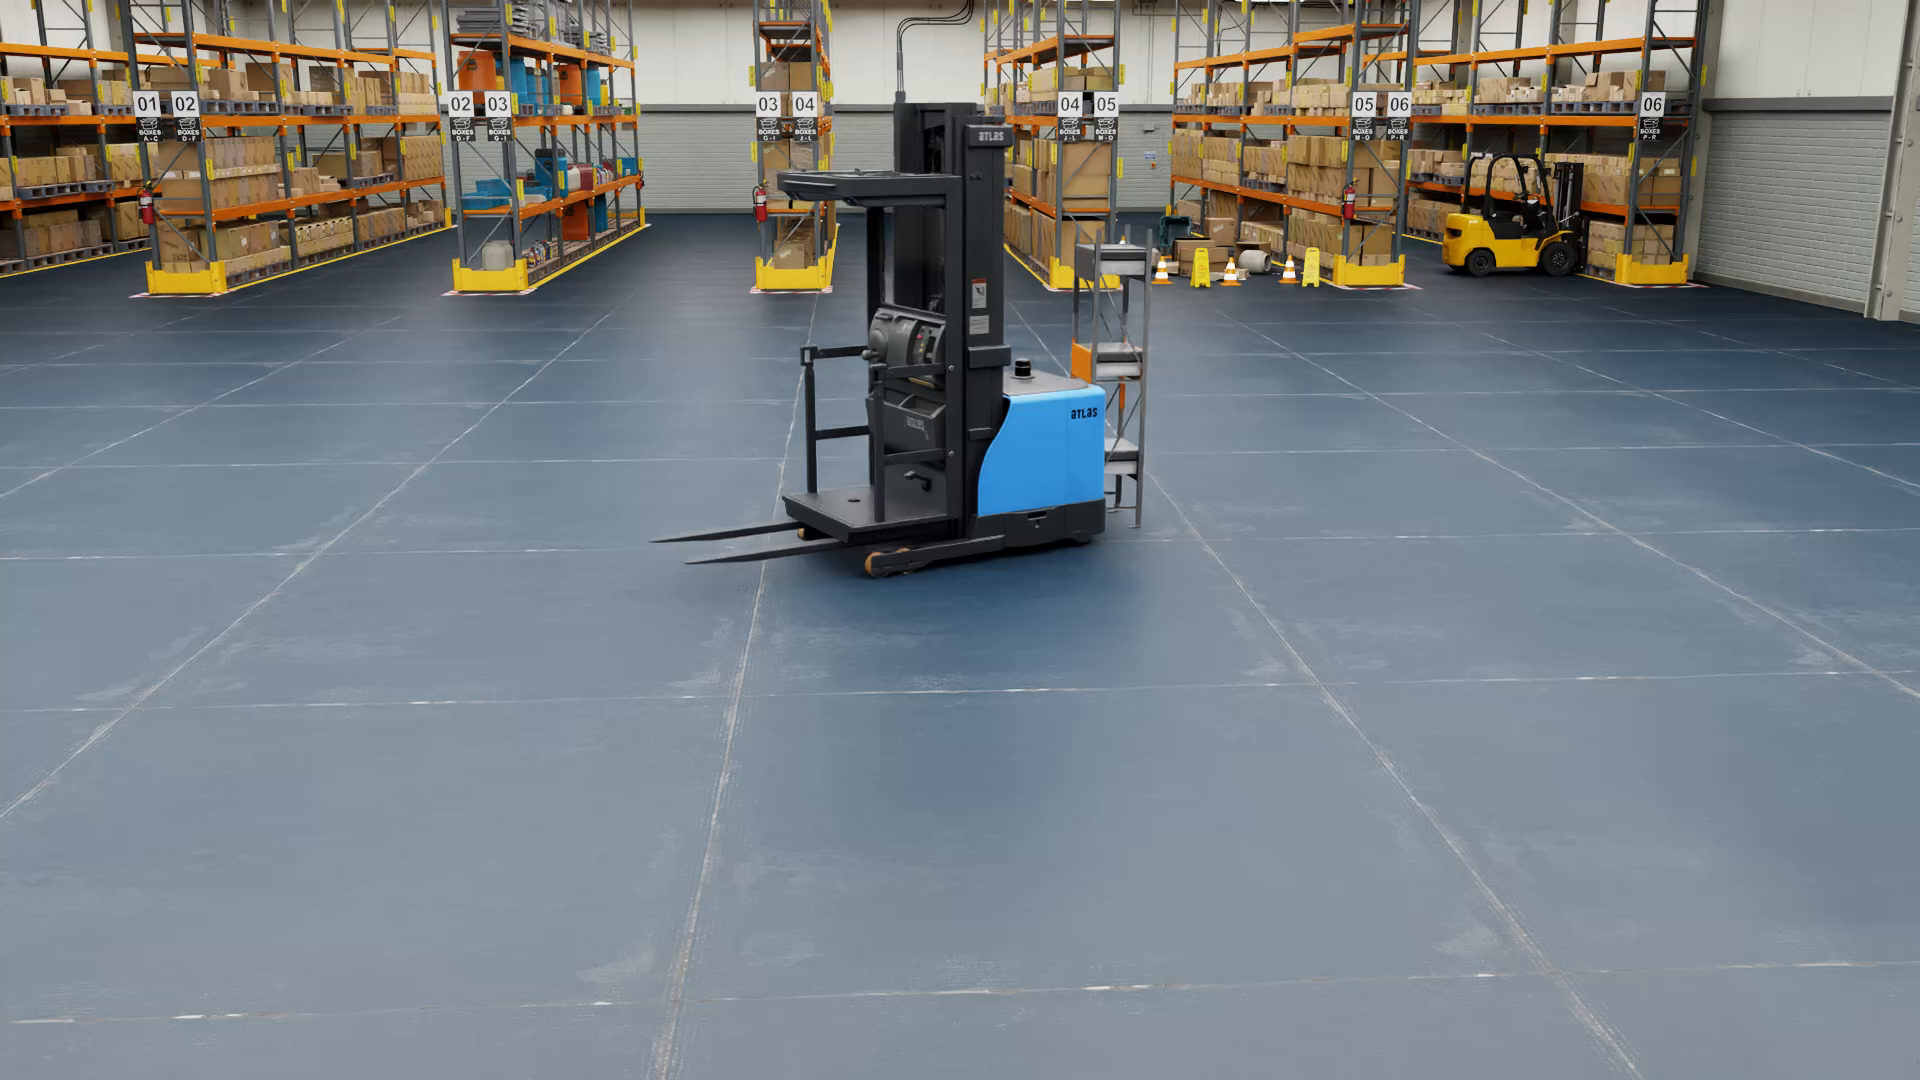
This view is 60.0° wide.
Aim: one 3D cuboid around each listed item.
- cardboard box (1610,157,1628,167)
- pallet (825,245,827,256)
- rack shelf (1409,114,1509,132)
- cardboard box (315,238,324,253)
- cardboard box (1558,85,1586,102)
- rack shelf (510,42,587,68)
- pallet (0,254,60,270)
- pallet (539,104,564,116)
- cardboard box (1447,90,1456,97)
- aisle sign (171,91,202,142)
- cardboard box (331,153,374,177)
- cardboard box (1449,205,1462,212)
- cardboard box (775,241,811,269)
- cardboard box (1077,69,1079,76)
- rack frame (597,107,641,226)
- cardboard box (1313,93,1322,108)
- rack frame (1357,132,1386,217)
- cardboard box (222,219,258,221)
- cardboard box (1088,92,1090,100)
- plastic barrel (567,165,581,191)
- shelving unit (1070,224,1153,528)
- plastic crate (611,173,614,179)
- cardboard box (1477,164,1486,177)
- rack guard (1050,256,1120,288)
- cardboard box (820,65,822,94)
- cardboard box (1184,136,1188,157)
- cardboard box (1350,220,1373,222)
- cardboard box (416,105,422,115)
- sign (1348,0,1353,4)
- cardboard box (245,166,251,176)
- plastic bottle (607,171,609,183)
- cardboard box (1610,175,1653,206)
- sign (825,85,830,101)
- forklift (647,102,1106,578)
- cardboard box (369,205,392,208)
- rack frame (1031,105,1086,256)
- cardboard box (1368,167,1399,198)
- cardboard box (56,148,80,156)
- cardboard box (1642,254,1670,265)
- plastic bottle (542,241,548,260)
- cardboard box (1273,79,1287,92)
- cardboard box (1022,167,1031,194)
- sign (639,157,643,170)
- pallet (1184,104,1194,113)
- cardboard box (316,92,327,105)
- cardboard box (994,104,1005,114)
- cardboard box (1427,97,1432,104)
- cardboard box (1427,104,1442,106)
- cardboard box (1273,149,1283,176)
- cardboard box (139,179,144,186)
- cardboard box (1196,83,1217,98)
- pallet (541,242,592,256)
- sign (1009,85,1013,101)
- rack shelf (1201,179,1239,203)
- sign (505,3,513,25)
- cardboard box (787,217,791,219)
[{"bbox_3d":[11.680,-6.651,29.256,0.380,0.149,0.250,-1,14,-2],"label":"cardboard box"},{"bbox_3d":[-3.219,-5.844,33.817,1.003,0.211,1.213,-1,14,-3],"label":"pallet"},{"bbox_3d":[11.382,-9.524,37.946,1.077,0.370,4.000,-1,14,-3],"label":"rack shelf"},{"bbox_3d":[-12.821,-5.777,32.634,0.500,0.250,0.500,-1,14,-5],"label":"cardboard box"},{"bbox_3d":[11.562,-8.378,31.185,0.500,0.311,0.500,-1,14,-2],"label":"cardboard box"},{"bbox_3d":[-8.158,-9.481,32.563,1.077,0.370,4.000,-1,14,-3],"label":"rack shelf"},{"bbox_3d":[-17.972,-5.311,31.743,1.003,0.211,1.213,-1,14,-3],"label":"pallet"},{"bbox_3d":[-7.892,-7.804,30.196,1.213,0.211,1.003,-1,14,-3],"label":"pallet"},{"bbox_3d":[11.127,-9.980,37.181,0.380,0.149,0.250,-1,14,-5],"label":"cardboard box"},{"bbox_3d":[-12.421,-6.798,26.709,0.394,0.787,0.004,-1,14,-3],"label":"aisle sign"},{"bbox_3d":[-13.244,-8.177,36.243,0.700,0.500,0.500,2,15,7],"label":"cardboard box"},{"bbox_3d":[11.175,-7.416,37.200,0.380,0.149,0.250,-2,15,-6],"label":"cardboard box"},{"bbox_3d":[-2.865,-4.850,28.532,0.500,0.500,0.500,2,15,7],"label":"cardboard box"},{"bbox_3d":[2.284,-8.317,29.674,0.380,0.149,0.250,-1,14,-4],"label":"cardboard box"},{"bbox_3d":[-8.778,-9.605,42.837,1.000,3.000,0.127,-1,14,-3],"label":"rack frame"},{"bbox_3d":[6.647,-7.882,29.825,0.500,0.250,0.500,-1,14,-3],"label":"cardboard box"},{"bbox_3d":[11.011,-9.912,44.030,1.000,3.000,0.127,-1,14,-3],"label":"rack frame"},{"bbox_3d":[-13.262,-5.660,30.674,0.500,0.500,0.500,-1,14,-3],"label":"cardboard box"},{"bbox_3d":[2.381,-7.552,28.300,0.380,0.149,0.250,-1,14,-3],"label":"cardboard box"},{"bbox_3d":[-8.005,-7.417,34.109,0.421,0.512,0.421,0,14,0],"label":"plastic barrel"},{"bbox_3d":[1.053,-1.158,11.801,0.431,2.100,0.503,-2,15,-12],"label":"shelving unit"},{"bbox_3d":[-8.416,-8.629,39.454,0.396,0.136,0.243,-1,14,-3],"label":"plastic crate"},{"bbox_3d":[11.320,-7.853,35.326,0.500,0.250,0.500,0,14,-2],"label":"cardboard box"},{"bbox_3d":[2.115,-4.537,28.157,1.175,0.500,0.348,-1,14,-3],"label":"rack guard"},{"bbox_3d":[-2.808,-8.476,30.630,0.500,0.500,0.500,-1,14,-5],"label":"cardboard box"},{"bbox_3d":[5.913,-9.863,41.632,0.500,0.500,0.500,-1,14,-3],"label":"cardboard box"},{"bbox_3d":[7.212,-5.556,30.270,0.500,0.500,0.500,-1,14,-2],"label":"cardboard box"},{"bbox_3d":[-13.348,-10.412,40.257,0.500,0.250,0.500,-1,14,-3],"label":"cardboard box"},{"bbox_3d":[7.343,-10.250,31.270,0.100,0.325,0.005,-1,14,-3],"label":"sign"},{"bbox_3d":[-12.651,-6.461,29.117,0.380,0.149,0.250,0,14,-2],"label":"cardboard box"},{"bbox_3d":[-8.160,-8.366,38.271,0.152,0.276,0.135,-1,14,-3],"label":"plastic bottle"},{"bbox_3d":[11.709,-6.099,29.012,0.500,0.500,0.500,-1,14,-5],"label":"cardboard box"},{"bbox_3d":[-2.797,-9.403,34.994,0.100,0.325,0.005,-1,14,-3],"label":"sign"},{"bbox_3d":[-0.531,-1.326,10.797,3.031,2.935,1.130,-8,17,-30],"label":"forklift"},{"bbox_3d":[-13.792,-7.674,39.467,0.500,0.500,0.500,-1,14,-3],"label":"cardboard box"},{"bbox_3d":[1.866,-6.748,31.735,1.000,3.000,0.127,-1,14,-3],"label":"rack frame"},{"bbox_3d":[7.295,-6.170,28.688,0.500,0.500,0.500,-1,14,-4],"label":"cardboard box"},{"bbox_3d":[-18.084,-7.873,33.720,0.380,0.149,0.250,-3,15,-13],"label":"cardboard box"},{"bbox_3d":[12.167,-4.930,29.341,0.500,0.250,0.500,-1,14,-3],"label":"cardboard box"},{"bbox_3d":[-7.695,-5.347,30.722,0.144,0.351,0.185,-2,15,-6],"label":"plastic bottle"},{"bbox_3d":[6.552,-9.071,33.197,0.500,0.250,0.500,-1,14,-3],"label":"cardboard box"},{"bbox_3d":[1.504,-7.174,33.188,0.500,0.500,0.500,-1,14,-3],"label":"cardboard box"},{"bbox_3d":[-8.230,-9.696,42.865,0.100,0.325,0.005,-1,14,-3],"label":"sign"},{"bbox_3d":[6.192,-10.756,41.467,1.003,0.211,1.213,-1,14,-3],"label":"pallet"},{"bbox_3d":[-13.091,-8.881,33.462,0.500,0.250,0.500,0,14,-2],"label":"cardboard box"},{"bbox_3d":[1.070,-10.236,39.571,0.500,0.250,0.500,-1,14,-2],"label":"cardboard box"},{"bbox_3d":[10.952,-10.102,38.211,0.380,0.149,0.250,-1,14,-2],"label":"cardboard box"},{"bbox_3d":[11.511,-10.571,40.278,0.500,0.250,0.500,-1,14,-5],"label":"cardboard box"},{"bbox_3d":[6.510,-7.480,32.940,0.500,0.500,0.500,-1,14,-3],"label":"cardboard box"},{"bbox_3d":[-18.065,-7.817,36.353,0.380,0.149,0.250,-1,14,-3],"label":"cardboard box"},{"bbox_3d":[6.189,-10.929,40.712,0.797,0.503,0.637,0,14,1],"label":"cardboard box"},{"bbox_3d":[-8.273,-6.072,34.700,1.003,0.211,1.213,-1,14,-3],"label":"pallet"},{"bbox_3d":[1.076,-9.438,35.132,0.100,0.325,0.005,-1,14,-3],"label":"sign"},{"bbox_3d":[6.428,-7.994,38.019,1.077,0.370,4.000,-1,14,-3],"label":"rack shelf"},{"bbox_3d":[-7.237,-8.437,26.679,0.100,0.325,0.005,-1,14,-3],"label":"sign"},{"bbox_3d":[-3.277,-6.528,35.011,0.700,0.500,0.500,-2,15,-6],"label":"cardboard box"}]
